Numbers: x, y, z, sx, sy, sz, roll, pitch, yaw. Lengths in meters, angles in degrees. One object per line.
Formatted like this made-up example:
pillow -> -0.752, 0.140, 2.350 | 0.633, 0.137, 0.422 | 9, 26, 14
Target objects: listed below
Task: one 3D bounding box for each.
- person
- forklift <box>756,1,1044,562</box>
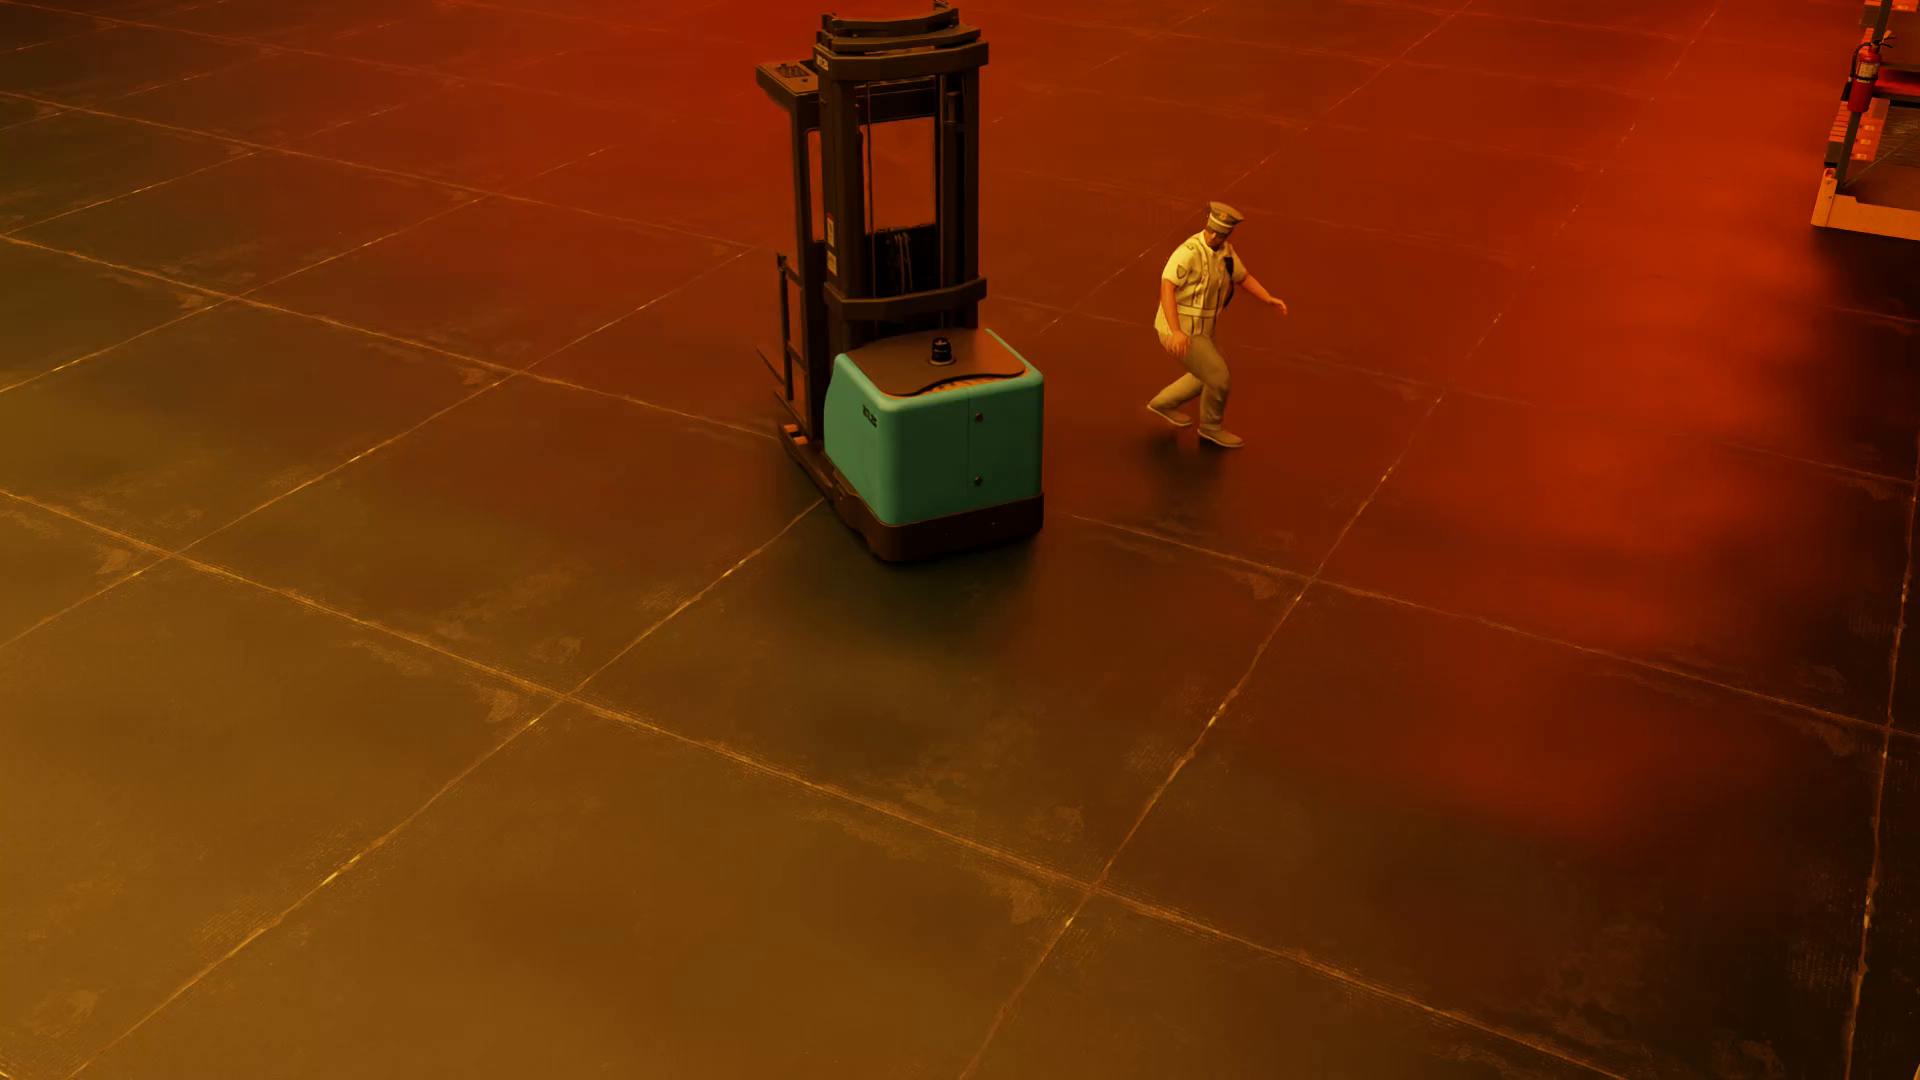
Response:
person -> 1.629, -1.351, 10.724 | 0.852, 1.637, 0.886 | 14, 33, 23
forklift -> -0.554, -1.859, 10.292 | 1.130, 2.935, 3.031 | -12, 32, -20
